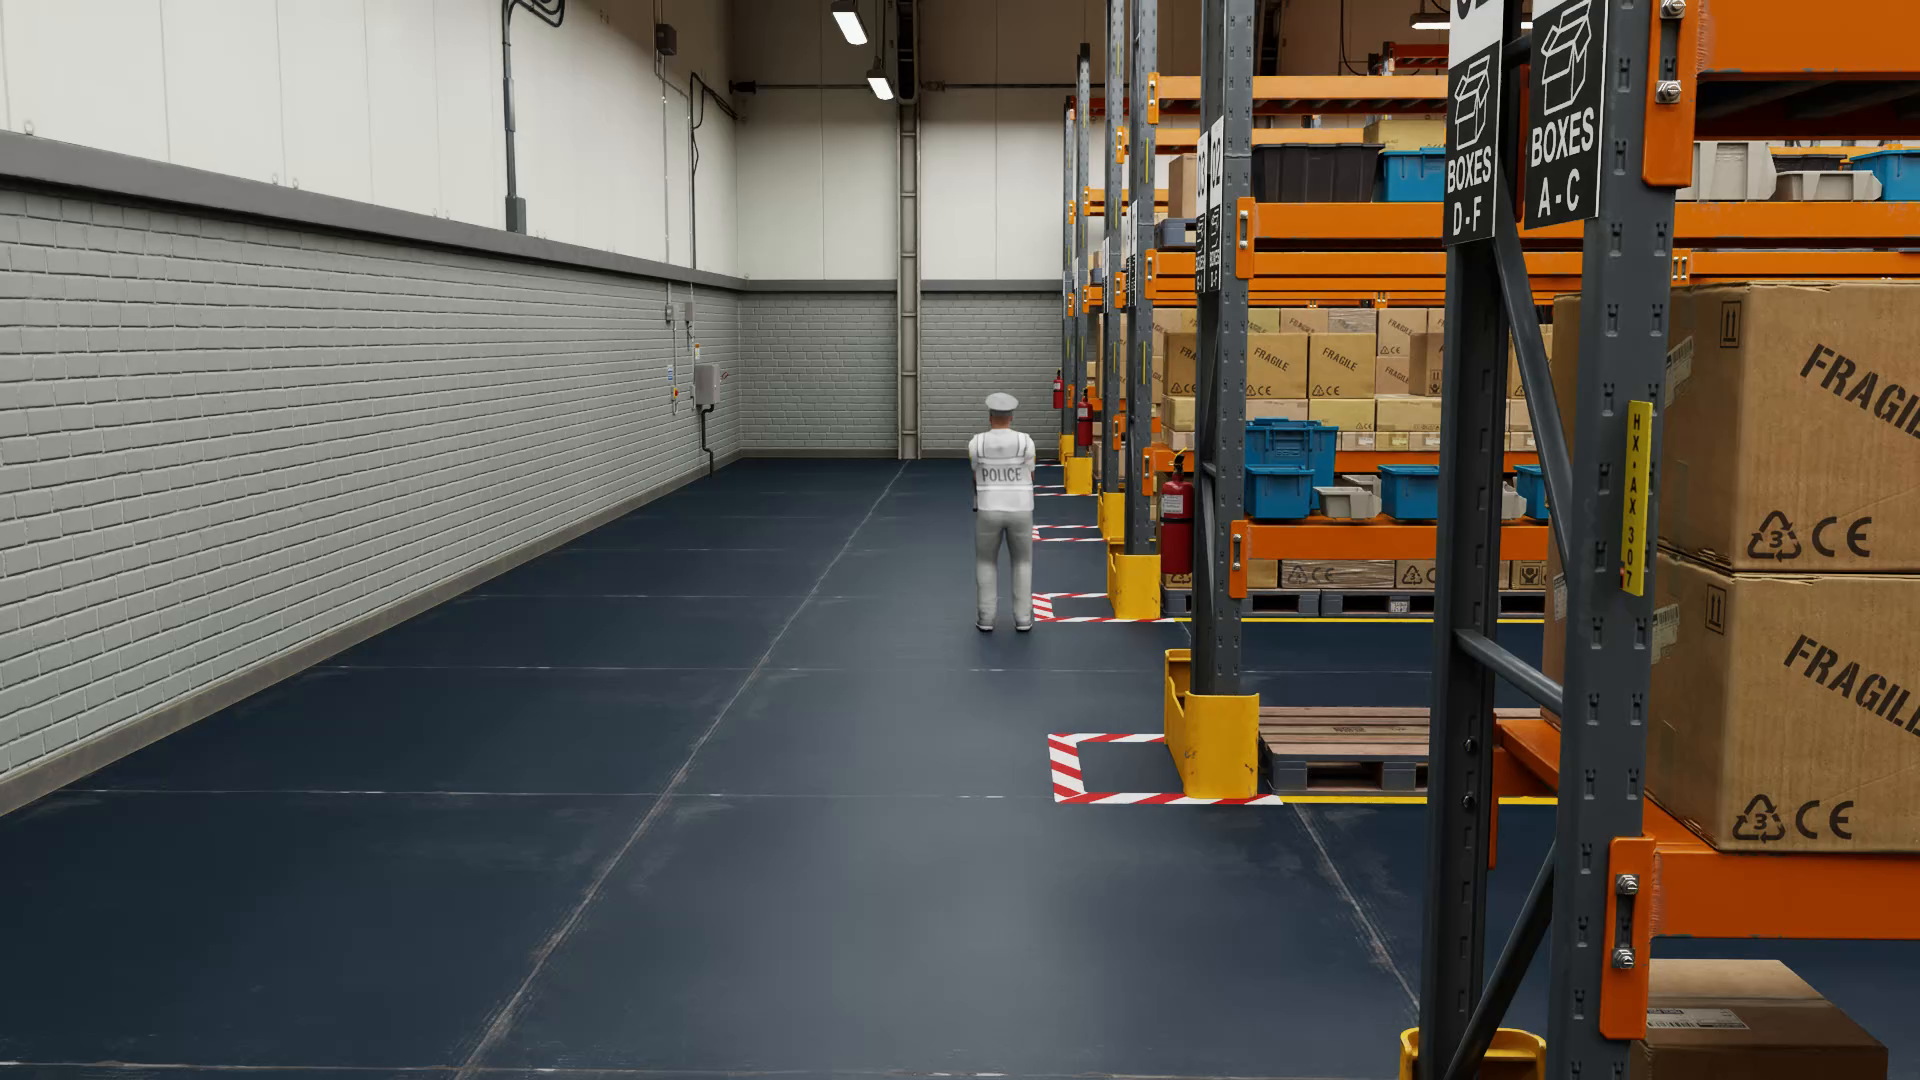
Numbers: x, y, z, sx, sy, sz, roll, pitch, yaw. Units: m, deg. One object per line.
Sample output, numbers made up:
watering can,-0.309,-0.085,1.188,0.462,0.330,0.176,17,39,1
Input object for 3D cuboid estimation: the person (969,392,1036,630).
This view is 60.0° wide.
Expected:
person,0.315,-0.219,12.408,0.494,1.765,0.565,0,7,2
